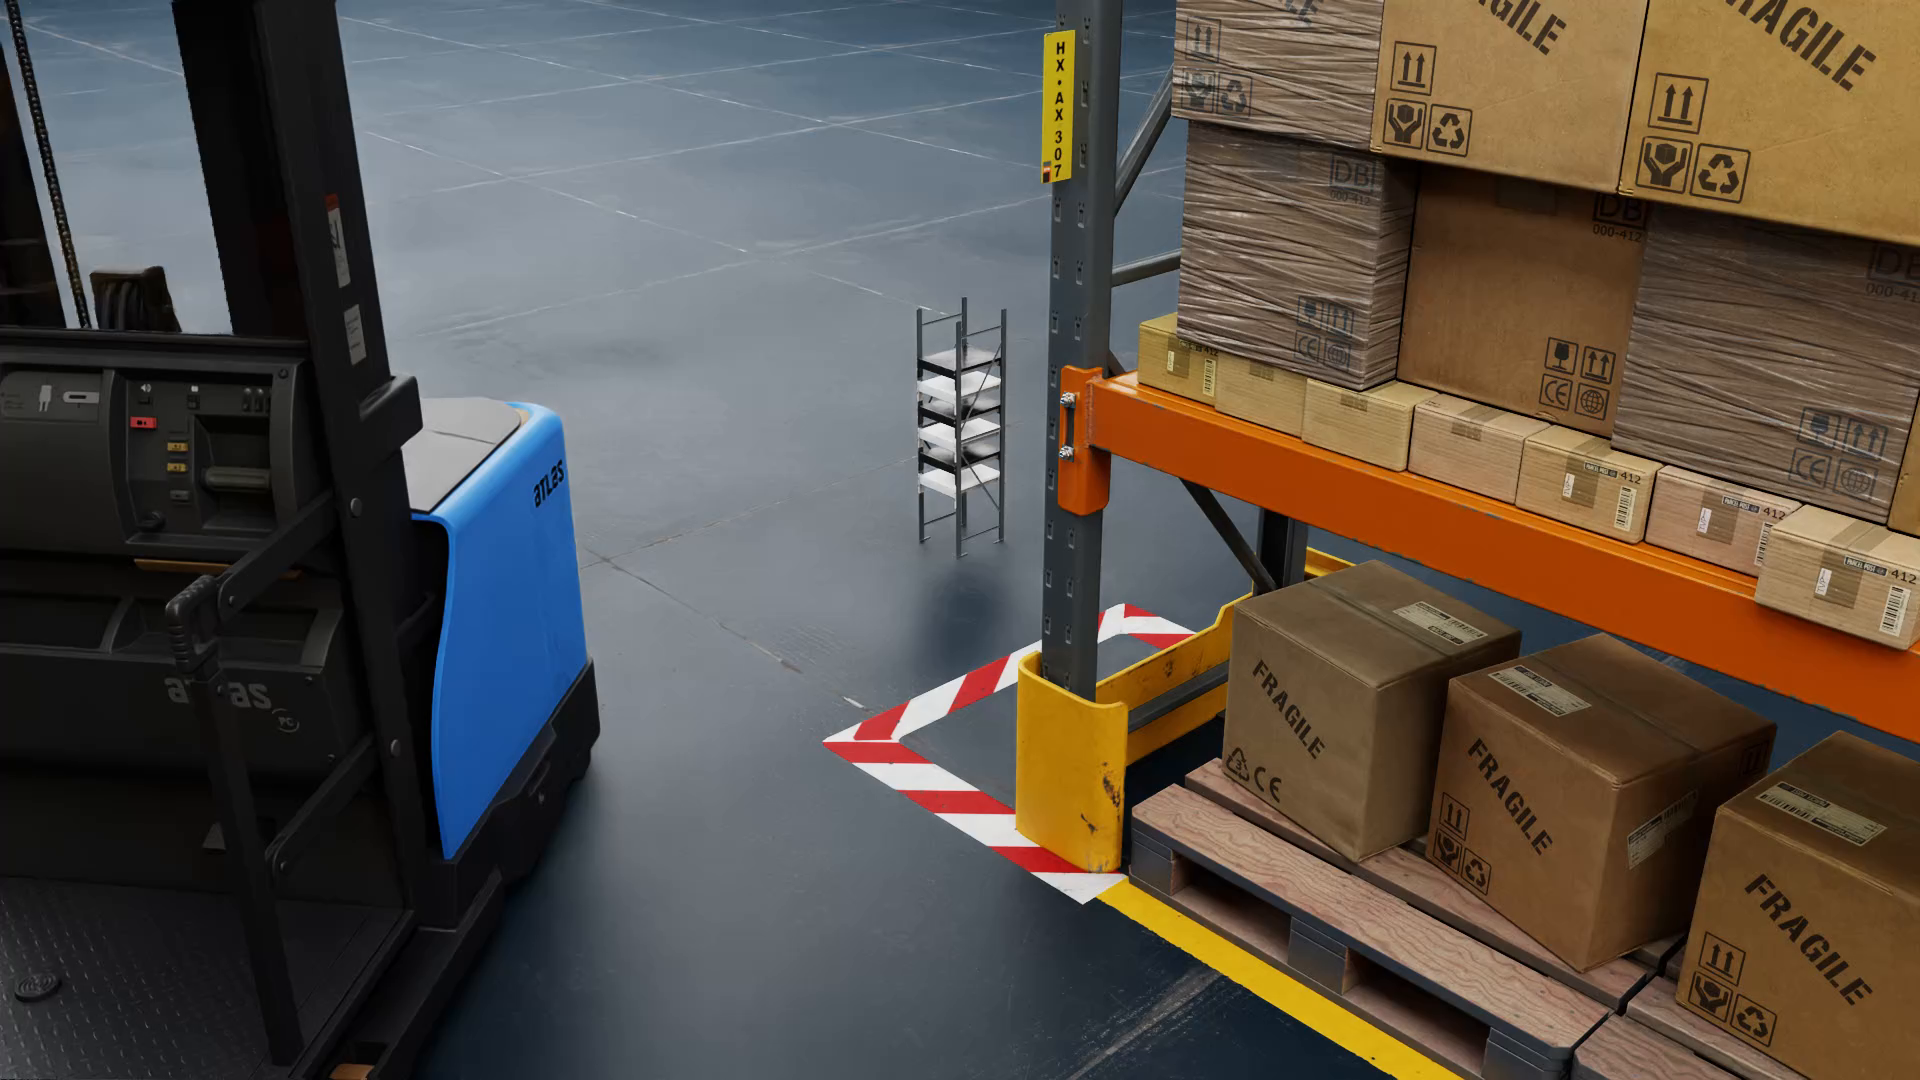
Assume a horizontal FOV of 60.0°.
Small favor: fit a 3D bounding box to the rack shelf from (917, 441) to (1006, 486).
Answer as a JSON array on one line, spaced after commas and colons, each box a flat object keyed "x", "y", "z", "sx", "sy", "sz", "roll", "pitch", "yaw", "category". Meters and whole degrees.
[{"x": 0.006, "y": -0.295, "z": 6.109, "sx": 0.258, "sy": 0.077, "sz": 0.200, "roll": -21, "pitch": 32, "yaw": -38, "category": "rack shelf"}]

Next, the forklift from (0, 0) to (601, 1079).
[{"x": -1.749, "y": -0.146, "z": 3.038, "sx": 1.130, "sy": 2.935, "sz": 3.031, "roll": 3, "pitch": 25, "yaw": 7, "category": "forklift"}]

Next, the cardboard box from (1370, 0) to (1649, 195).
[{"x": 1.130, "y": -0.961, "z": 3.060, "sx": 0.500, "sy": 0.500, "sz": 0.500, "roll": -21, "pitch": 32, "yaw": -38, "category": "cardboard box"}]

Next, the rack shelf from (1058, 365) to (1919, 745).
[{"x": 1.984, "y": 0.210, "z": 3.042, "sx": 1.077, "sy": 0.370, "sz": 4.000, "roll": -21, "pitch": 32, "yaw": -38, "category": "rack shelf"}]

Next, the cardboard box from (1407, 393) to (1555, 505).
[{"x": 1.140, "y": -0.224, "z": 3.429, "sx": 0.380, "sy": 0.149, "sz": 0.250, "roll": -21, "pitch": 32, "yaw": -38, "category": "cardboard box"}]

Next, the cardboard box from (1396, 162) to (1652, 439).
[{"x": 1.402, "y": -0.612, "z": 3.499, "sx": 0.875, "sy": 0.500, "sz": 0.500, "roll": -21, "pitch": 32, "yaw": -38, "category": "cardboard box"}]

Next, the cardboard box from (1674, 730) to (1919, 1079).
[{"x": 1.879, "y": 0.784, "z": 3.424, "sx": 0.500, "sy": 0.500, "sz": 0.500, "roll": -18, "pitch": 30, "yaw": -34, "category": "cardboard box"}]

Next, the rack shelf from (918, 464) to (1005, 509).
[{"x": 0.006, "y": -0.213, "z": 6.146, "sx": 0.258, "sy": 0.077, "sz": 0.200, "roll": -21, "pitch": 32, "yaw": -38, "category": "rack shelf"}]

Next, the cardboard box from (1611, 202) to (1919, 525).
[{"x": 1.712, "y": -0.448, "z": 3.140, "sx": 0.875, "sy": 0.500, "sz": 0.500, "roll": -21, "pitch": 32, "yaw": -38, "category": "cardboard box"}]

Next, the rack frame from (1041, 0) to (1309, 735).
[{"x": 0.617, "y": -0.723, "z": 4.221, "sx": 1.000, "sy": 3.000, "sz": 0.127, "roll": -21, "pitch": 32, "yaw": -38, "category": "rack frame"}]

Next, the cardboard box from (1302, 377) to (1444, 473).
[{"x": 0.954, "y": -0.294, "z": 3.582, "sx": 0.380, "sy": 0.149, "sz": 0.250, "roll": -21, "pitch": 32, "yaw": -38, "category": "cardboard box"}]

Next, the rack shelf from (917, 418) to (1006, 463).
[{"x": 0.006, "y": -0.377, "z": 6.072, "sx": 0.258, "sy": 0.077, "sz": 0.200, "roll": -21, "pitch": 32, "yaw": -38, "category": "rack shelf"}]

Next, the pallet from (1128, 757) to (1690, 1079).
[{"x": 1.198, "y": 0.825, "z": 4.188, "sx": 1.003, "sy": 0.211, "sz": 1.213, "roll": -21, "pitch": 32, "yaw": -38, "category": "pallet"}]

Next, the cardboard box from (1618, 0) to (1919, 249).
[{"x": 1.473, "y": -0.810, "z": 2.729, "sx": 0.500, "sy": 0.500, "sz": 0.500, "roll": -21, "pitch": 32, "yaw": -38, "category": "cardboard box"}]

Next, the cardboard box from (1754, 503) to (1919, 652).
[{"x": 1.592, "y": 0.027, "z": 2.879, "sx": 0.380, "sy": 0.149, "sz": 0.250, "roll": -21, "pitch": 32, "yaw": -38, "category": "cardboard box"}]

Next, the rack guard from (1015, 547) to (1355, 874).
[{"x": 0.669, "y": 0.437, "z": 4.689, "sx": 1.175, "sy": 0.500, "sz": 0.348, "roll": -21, "pitch": 32, "yaw": -38, "category": "rack guard"}]

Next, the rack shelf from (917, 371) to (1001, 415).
[{"x": 0.006, "y": -0.540, "z": 5.997, "sx": 0.258, "sy": 0.077, "sz": 0.200, "roll": -21, "pitch": 32, "yaw": -38, "category": "rack shelf"}]

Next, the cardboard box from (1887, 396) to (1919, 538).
[{"x": 2.045, "y": -0.293, "z": 2.800, "sx": 0.875, "sy": 0.500, "sz": 0.500, "roll": -21, "pitch": 32, "yaw": -38, "category": "cardboard box"}]

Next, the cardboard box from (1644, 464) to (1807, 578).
[{"x": 1.497, "y": -0.078, "z": 3.110, "sx": 0.380, "sy": 0.149, "sz": 0.250, "roll": -21, "pitch": 32, "yaw": -38, "category": "cardboard box"}]

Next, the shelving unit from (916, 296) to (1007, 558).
[{"x": 0.006, "y": -0.407, "z": 6.058, "sx": 0.258, "sy": 0.900, "sz": 0.210, "roll": -21, "pitch": 32, "yaw": -38, "category": "shelving unit"}]

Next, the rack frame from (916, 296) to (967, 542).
[{"x": -0.064, "y": -0.438, "z": 6.125, "sx": 0.240, "sy": 0.900, "sz": 0.006, "roll": -21, "pitch": 32, "yaw": -38, "category": "rack frame"}]

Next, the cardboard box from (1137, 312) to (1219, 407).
[{"x": 0.638, "y": -0.455, "z": 3.936, "sx": 0.380, "sy": 0.149, "sz": 0.250, "roll": -21, "pitch": 32, "yaw": -38, "category": "cardboard box"}]

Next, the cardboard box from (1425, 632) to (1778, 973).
[{"x": 1.465, "y": 0.588, "z": 3.852, "sx": 0.500, "sy": 0.500, "sz": 0.500, "roll": -12, "pitch": 27, "yaw": -25, "category": "cardboard box"}]

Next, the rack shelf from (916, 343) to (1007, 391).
[{"x": 0.006, "y": -0.622, "z": 5.960, "sx": 0.258, "sy": 0.077, "sz": 0.200, "roll": -21, "pitch": 32, "yaw": -38, "category": "rack shelf"}]

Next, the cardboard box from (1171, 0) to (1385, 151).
[{"x": 0.794, "y": -1.115, "z": 3.396, "sx": 0.500, "sy": 0.500, "sz": 0.500, "roll": -21, "pitch": 32, "yaw": -38, "category": "cardboard box"}]

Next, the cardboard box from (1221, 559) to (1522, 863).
[{"x": 1.031, "y": 0.417, "z": 4.227, "sx": 0.500, "sy": 0.500, "sz": 0.500, "roll": -15, "pitch": 28, "yaw": -29, "category": "cardboard box"}]

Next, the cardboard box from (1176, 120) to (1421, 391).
[{"x": 0.973, "y": -0.729, "z": 3.756, "sx": 0.875, "sy": 0.500, "sz": 0.500, "roll": -21, "pitch": 32, "yaw": -38, "category": "cardboard box"}]

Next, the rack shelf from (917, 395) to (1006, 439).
[{"x": 0.006, "y": -0.459, "z": 6.034, "sx": 0.258, "sy": 0.077, "sz": 0.200, "roll": -21, "pitch": 32, "yaw": -38, "category": "rack shelf"}]

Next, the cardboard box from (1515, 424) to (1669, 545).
[{"x": 1.306, "y": -0.146, "z": 3.259, "sx": 0.380, "sy": 0.149, "sz": 0.250, "roll": -21, "pitch": 32, "yaw": -38, "category": "cardboard box"}]

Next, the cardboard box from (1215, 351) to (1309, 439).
[{"x": 0.794, "y": -0.374, "z": 3.758, "sx": 0.380, "sy": 0.149, "sz": 0.250, "roll": -21, "pitch": 32, "yaw": -38, "category": "cardboard box"}]

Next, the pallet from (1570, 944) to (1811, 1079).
[{"x": 2.028, "y": 1.194, "z": 3.378, "sx": 1.003, "sy": 0.211, "sz": 1.213, "roll": -21, "pitch": 32, "yaw": -38, "category": "pallet"}]

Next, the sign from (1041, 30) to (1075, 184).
[{"x": 0.221, "y": -0.963, "z": 3.704, "sx": 0.100, "sy": 0.325, "sz": 0.005, "roll": -21, "pitch": 32, "yaw": -38, "category": "sign"}]

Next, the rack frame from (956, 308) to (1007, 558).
[{"x": 0.075, "y": -0.376, "z": 5.990, "sx": 0.240, "sy": 0.900, "sz": 0.006, "roll": -21, "pitch": 32, "yaw": -38, "category": "rack frame"}]
